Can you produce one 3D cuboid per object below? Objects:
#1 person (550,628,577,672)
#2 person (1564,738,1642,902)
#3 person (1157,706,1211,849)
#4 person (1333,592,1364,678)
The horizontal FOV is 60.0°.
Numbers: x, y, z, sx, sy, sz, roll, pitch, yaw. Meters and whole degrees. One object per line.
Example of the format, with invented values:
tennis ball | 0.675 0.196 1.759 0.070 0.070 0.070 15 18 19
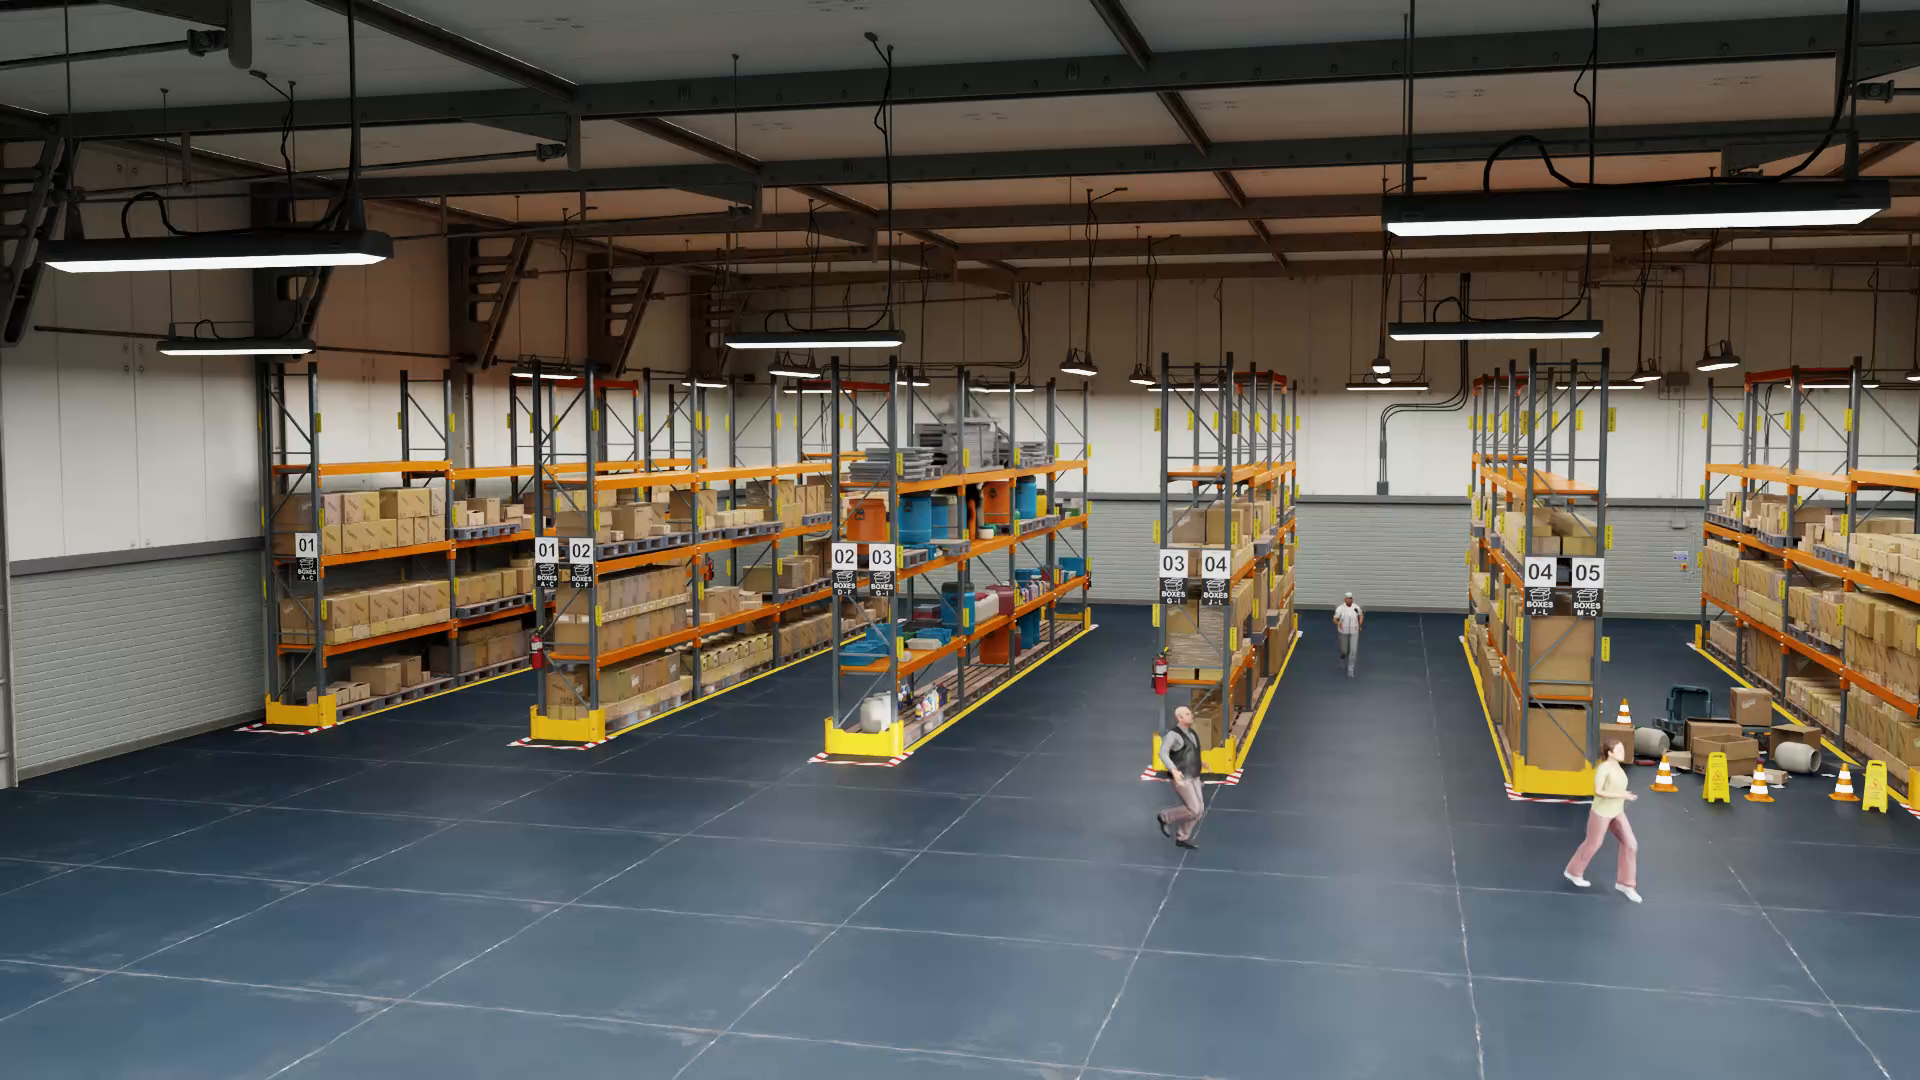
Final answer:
person | -6.986 2.051 29.521 0.671 1.798 0.728 1 4 8
person | 6.806 2.927 17.601 0.520 1.709 0.816 -3 5 -35
person | 2.641 2.793 19.569 0.582 1.677 0.669 3 5 38
person | 7.736 1.866 33.105 0.607 1.667 0.841 1 4 7
